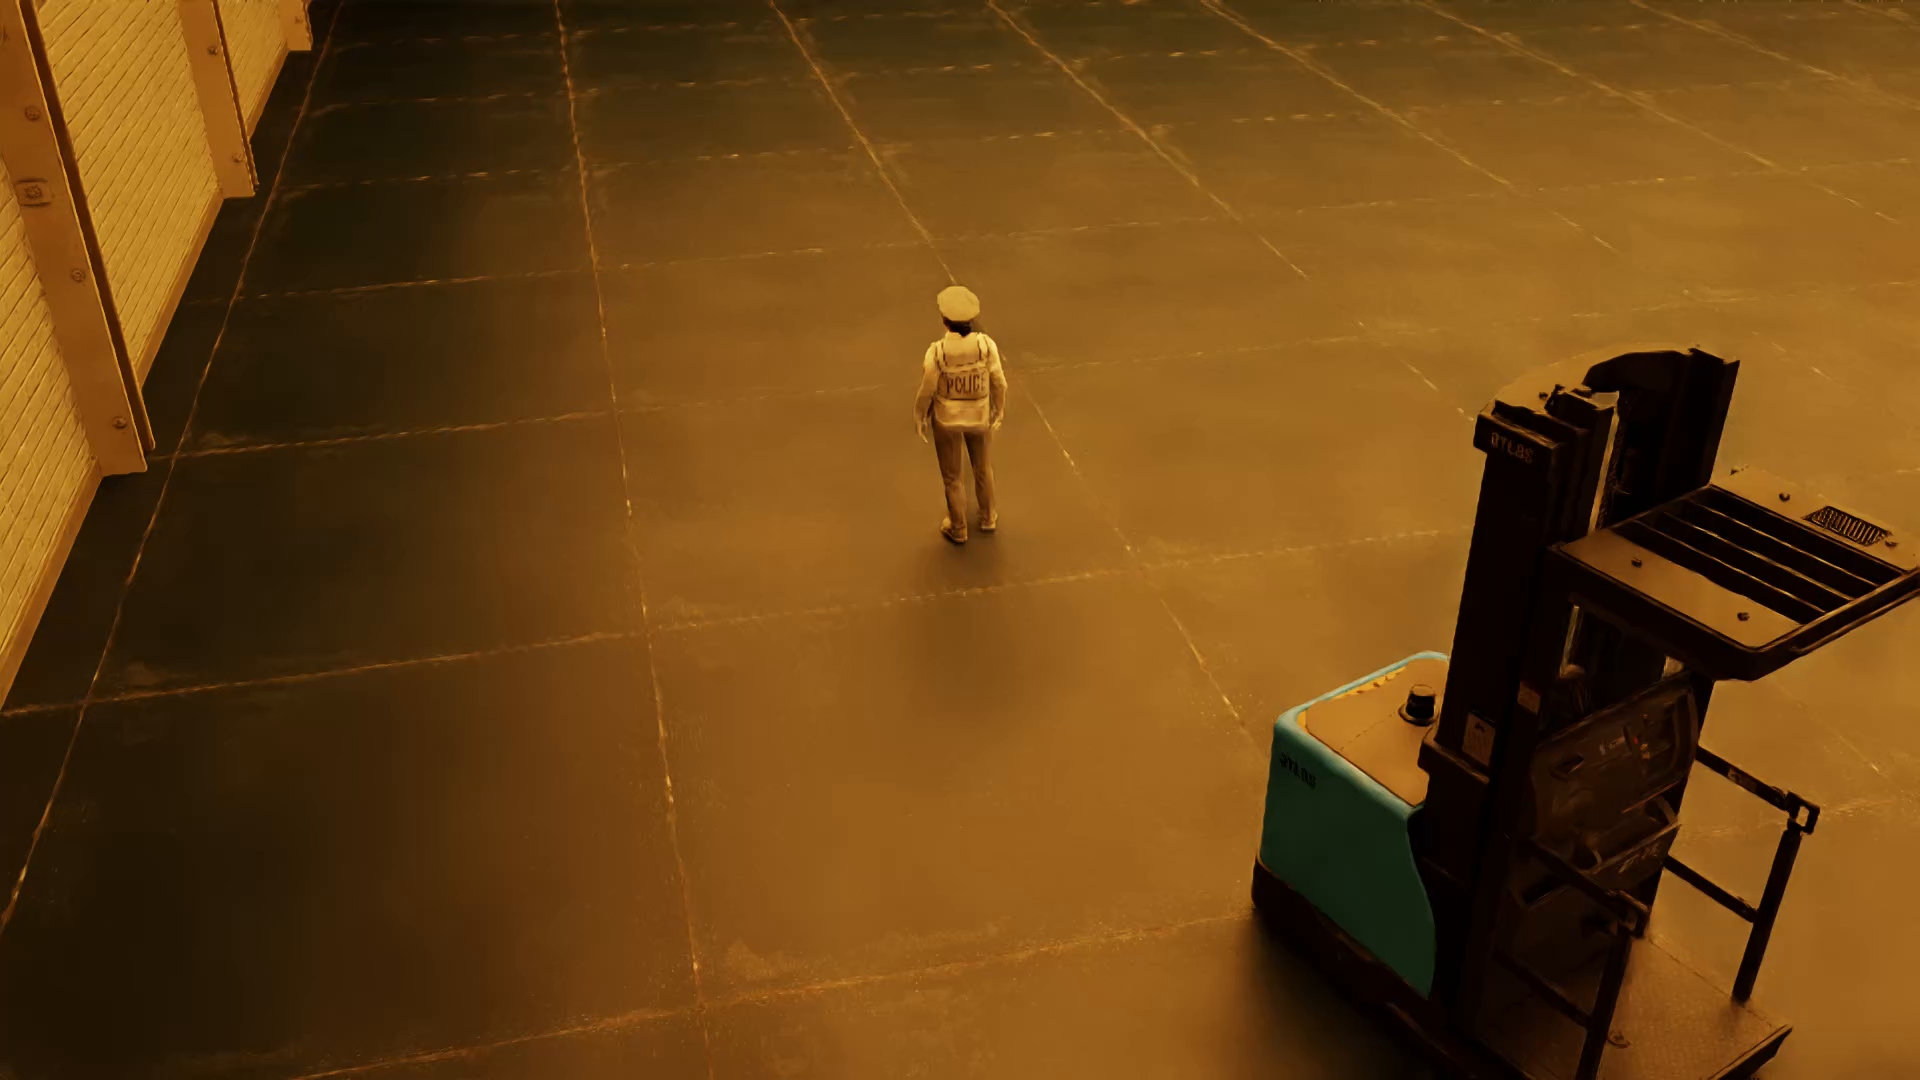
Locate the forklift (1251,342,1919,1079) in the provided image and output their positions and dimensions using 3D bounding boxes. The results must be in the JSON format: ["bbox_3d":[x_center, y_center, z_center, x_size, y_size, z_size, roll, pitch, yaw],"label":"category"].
[{"bbox_3d":[2.557,0.889,6.039,1.130,2.935,3.031,-18,35,-29],"label":"forklift"}]

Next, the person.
[{"bbox_3d":[-0.009,-0.774,10.130,0.586,1.695,0.532,-7,31,-12],"label":"person"}]
